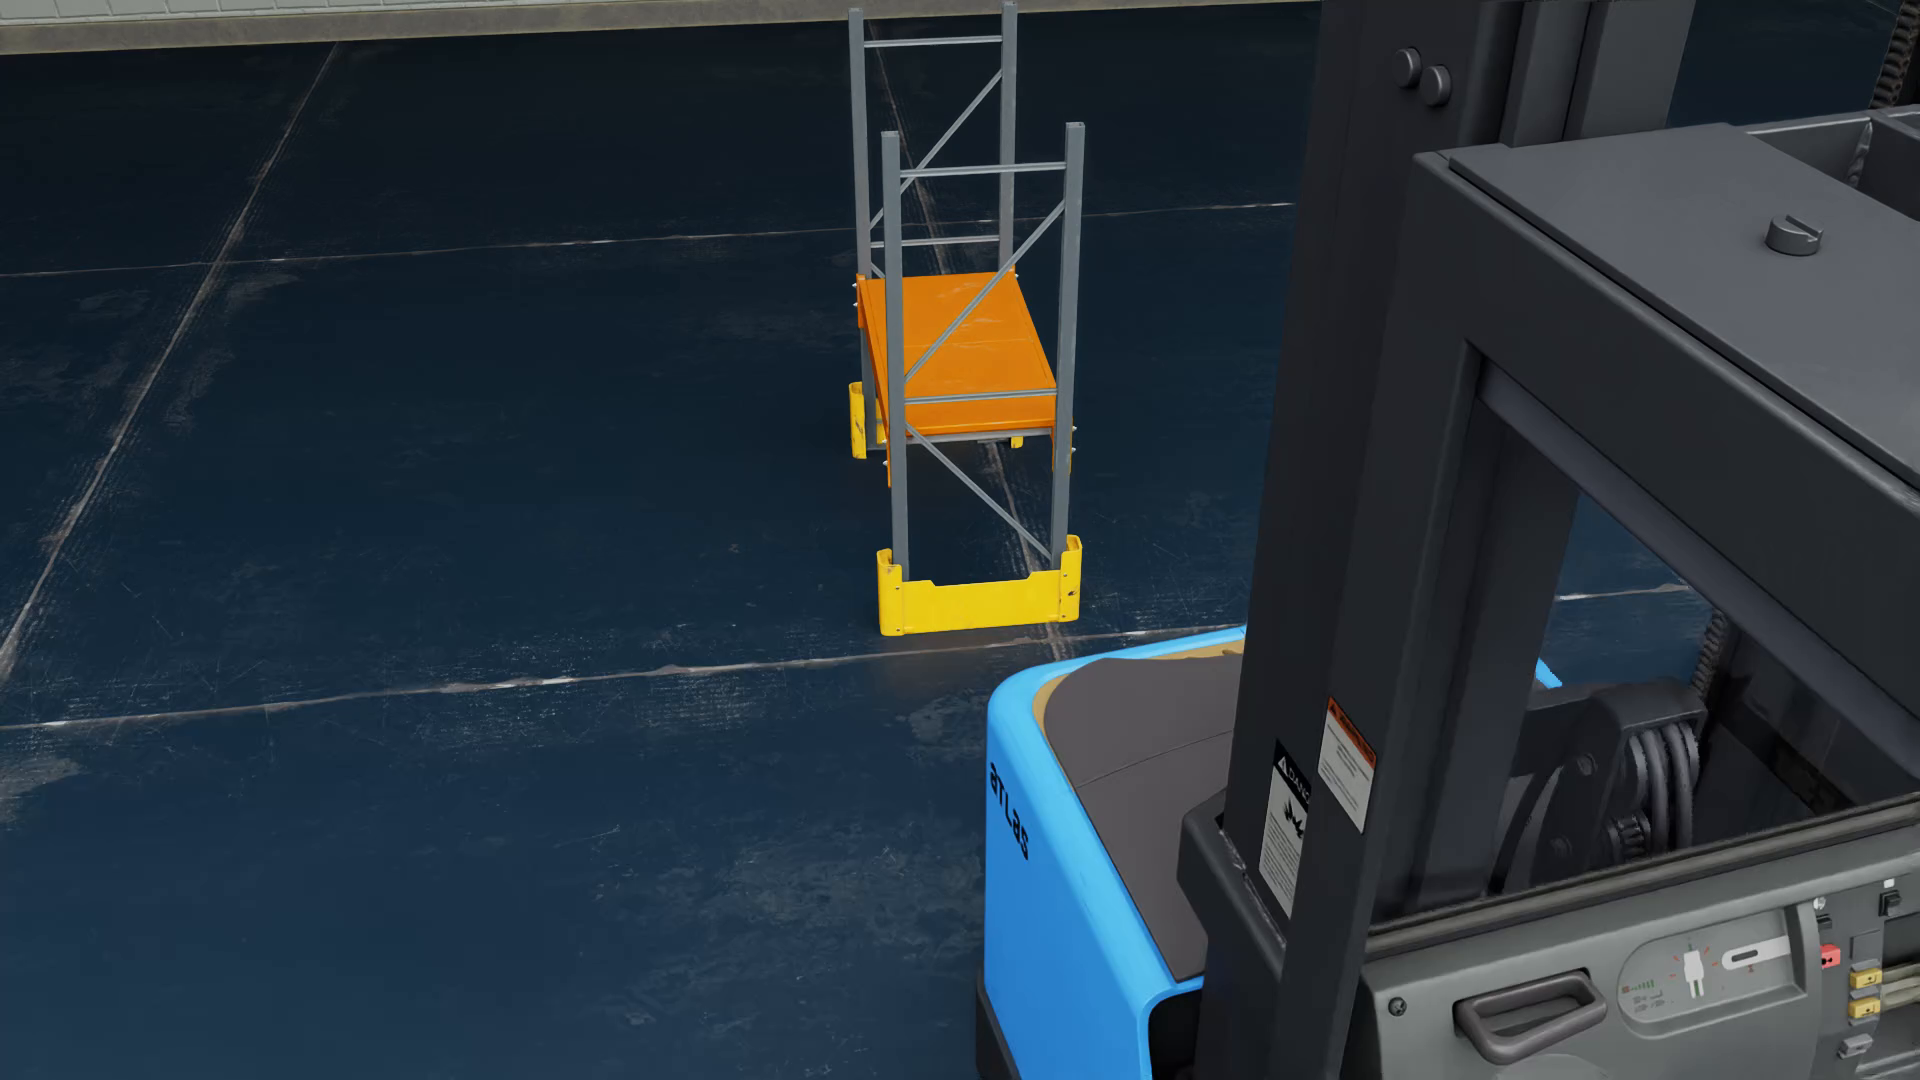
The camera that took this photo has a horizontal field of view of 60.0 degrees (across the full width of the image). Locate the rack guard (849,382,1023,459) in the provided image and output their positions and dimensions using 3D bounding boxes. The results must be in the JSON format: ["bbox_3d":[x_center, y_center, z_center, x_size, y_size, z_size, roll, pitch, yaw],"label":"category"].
[{"bbox_3d":[-0.077,-0.424,5.650,0.587,0.250,0.087,-4,35,-6],"label":"rack guard"}]

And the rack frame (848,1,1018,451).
[{"bbox_3d":[-0.080,-0.951,5.314,0.500,1.500,0.032,-4,35,-6],"label":"rack frame"}]

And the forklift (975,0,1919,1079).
[{"bbox_3d":[0.950,0.630,1.722,1.130,2.935,3.031,-10,35,-14],"label":"forklift"}]

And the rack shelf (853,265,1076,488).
[{"bbox_3d":[-0.011,-0.519,4.999,0.538,0.185,1.000,-4,35,-6],"label":"rack shelf"}]

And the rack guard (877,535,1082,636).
[{"bbox_3d":[0.057,0.132,4.834,0.587,0.250,0.087,-4,35,-6],"label":"rack guard"}]

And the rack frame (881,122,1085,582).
[{"bbox_3d":[0.057,-0.384,4.481,0.500,1.500,0.032,-4,35,-6],"label":"rack frame"}]

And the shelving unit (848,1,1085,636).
[{"bbox_3d":[-0.010,-0.662,4.890,0.587,1.500,1.083,-4,35,-6],"label":"shelving unit"}]
